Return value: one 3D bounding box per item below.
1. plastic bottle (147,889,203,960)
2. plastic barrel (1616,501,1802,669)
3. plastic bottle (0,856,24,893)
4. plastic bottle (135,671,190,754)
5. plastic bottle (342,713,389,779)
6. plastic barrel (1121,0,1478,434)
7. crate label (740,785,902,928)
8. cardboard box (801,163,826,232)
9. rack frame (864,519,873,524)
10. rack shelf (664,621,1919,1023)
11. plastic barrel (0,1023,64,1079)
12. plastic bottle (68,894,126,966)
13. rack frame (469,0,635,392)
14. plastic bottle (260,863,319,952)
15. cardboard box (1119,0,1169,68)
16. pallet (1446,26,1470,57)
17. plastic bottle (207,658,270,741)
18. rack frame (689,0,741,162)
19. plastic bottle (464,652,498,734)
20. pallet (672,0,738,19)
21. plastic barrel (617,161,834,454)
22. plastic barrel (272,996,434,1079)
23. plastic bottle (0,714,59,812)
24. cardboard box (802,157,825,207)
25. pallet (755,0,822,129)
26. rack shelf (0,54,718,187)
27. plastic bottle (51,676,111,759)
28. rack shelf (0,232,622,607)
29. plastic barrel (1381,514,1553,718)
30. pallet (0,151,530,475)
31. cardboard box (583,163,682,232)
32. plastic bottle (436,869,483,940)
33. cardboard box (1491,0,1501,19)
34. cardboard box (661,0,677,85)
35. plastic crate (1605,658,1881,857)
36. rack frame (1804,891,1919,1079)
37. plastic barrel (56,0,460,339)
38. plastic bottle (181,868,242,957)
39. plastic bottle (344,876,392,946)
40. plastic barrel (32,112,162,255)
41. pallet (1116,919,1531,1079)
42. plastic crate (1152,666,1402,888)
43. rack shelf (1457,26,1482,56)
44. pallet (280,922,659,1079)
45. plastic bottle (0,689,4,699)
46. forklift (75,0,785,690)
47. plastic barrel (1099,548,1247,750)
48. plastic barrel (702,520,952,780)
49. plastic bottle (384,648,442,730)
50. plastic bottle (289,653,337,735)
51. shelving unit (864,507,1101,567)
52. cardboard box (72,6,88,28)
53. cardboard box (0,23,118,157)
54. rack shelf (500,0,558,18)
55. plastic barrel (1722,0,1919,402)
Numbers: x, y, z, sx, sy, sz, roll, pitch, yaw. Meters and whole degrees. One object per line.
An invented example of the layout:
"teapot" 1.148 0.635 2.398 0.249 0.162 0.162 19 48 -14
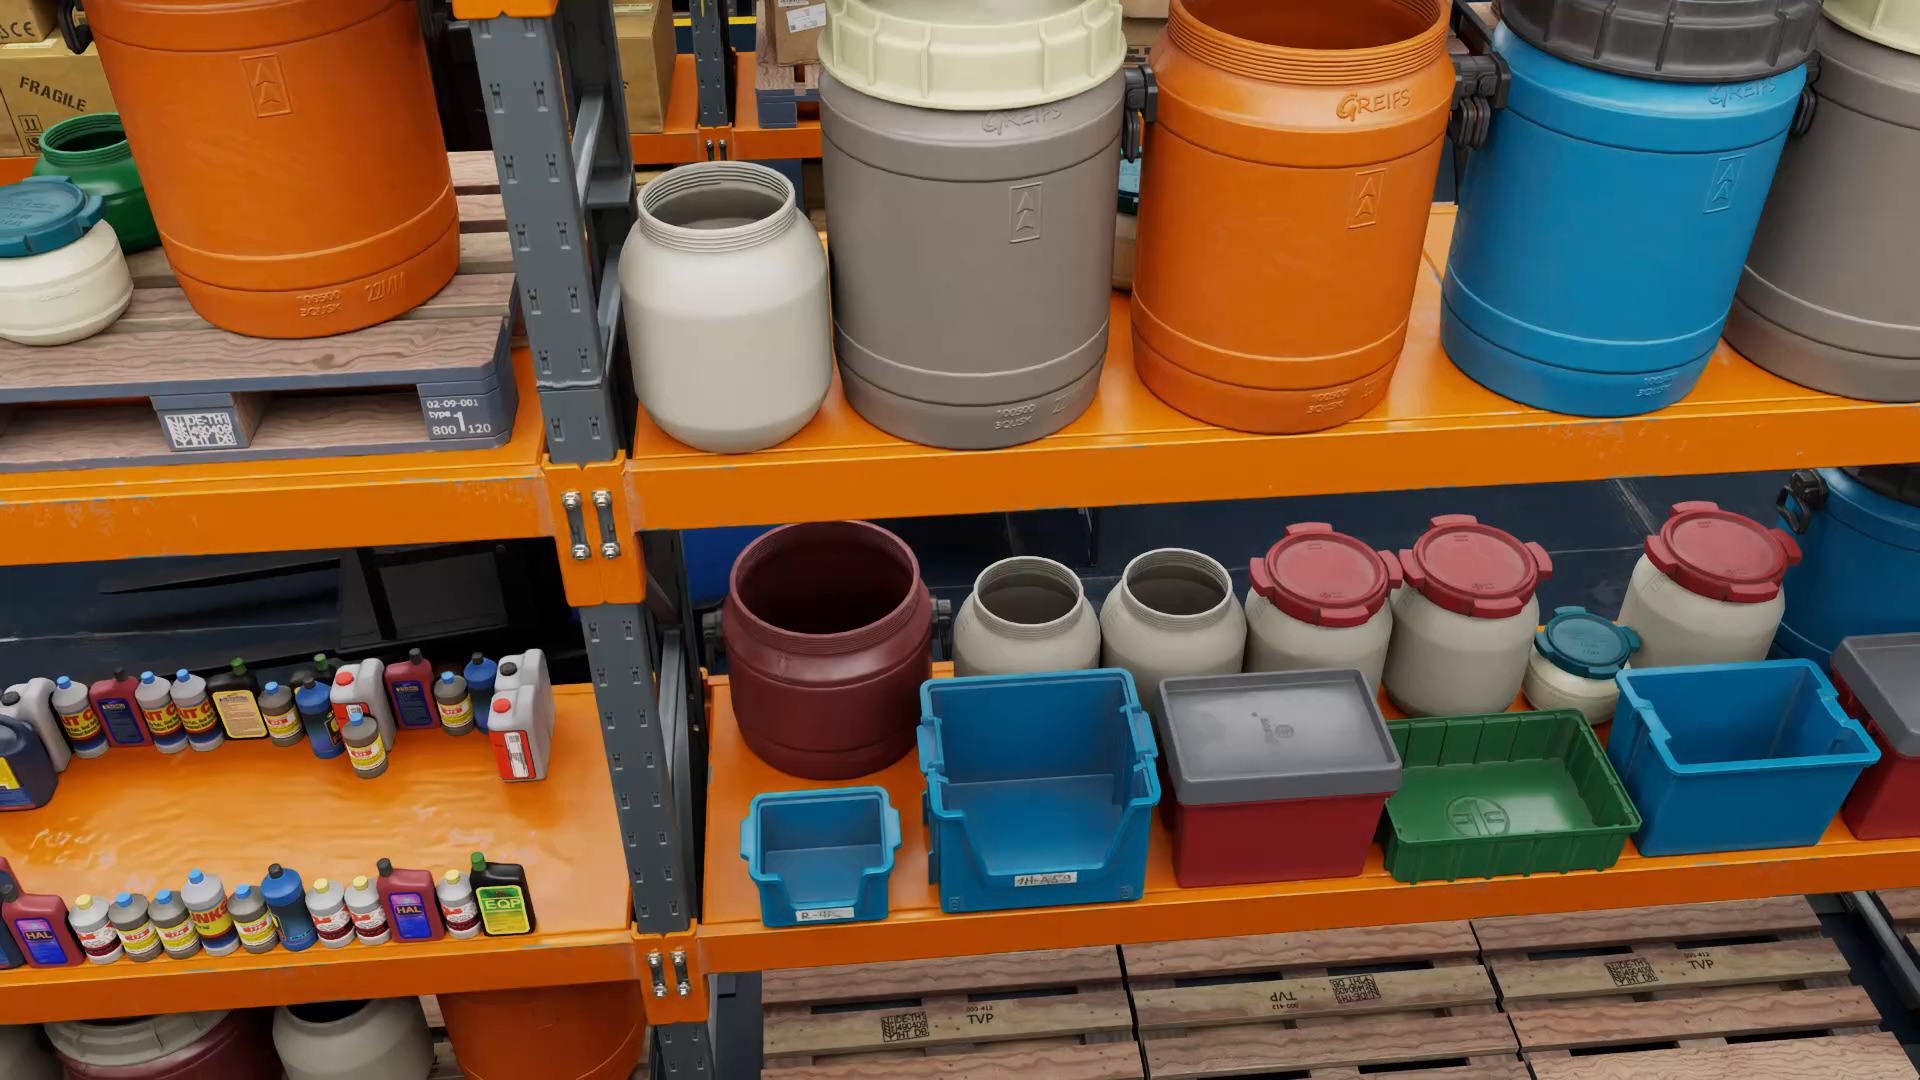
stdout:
"plastic bottle" -2.011 0.972 4.256 0.097 0.201 0.097 0 38 0
"plastic barrel" 2.197 0.219 4.941 0.433 0.535 0.433 0 38 0
"plastic bottle" -2.515 0.890 4.295 0.133 0.283 0.061 -3 38 -4
"plastic bottle" -2.313 0.490 4.812 0.097 0.271 0.097 0 38 0
"plastic bottle" -1.706 0.578 4.756 0.097 0.201 0.097 0 38 0
"plastic barrel" 0.674 -0.719 3.471 0.708 0.830 0.600 -3 38 -4
"crate label" -0.362 0.848 4.388 0.416 0.233 0.303 -3 38 -4
"cardboard box" -0.588 -1.722 9.174 0.500 0.500 0.700 -5 39 -6
"rack frame" -0.421 -0.566 7.256 0.032 1.500 0.500 -3 38 -4
"rack shelf" 1.178 0.747 4.962 4.000 0.370 1.077 -3 38 -4
"plastic barrel" -2.980 1.572 5.006 0.421 0.512 0.421 0 38 0
"plastic bottle" -2.205 0.983 4.243 0.097 0.201 0.097 0 38 0
"rack frame" -0.815 -1.781 2.742 0.127 3.000 1.000 -3 38 -4
"plastic bottle" -1.720 0.929 4.255 0.097 0.271 0.097 0 38 0
"cardboard box" 1.012 -2.754 8.397 0.637 0.503 0.797 1 38 1
"pallet" 1.957 -2.673 8.871 1.213 0.211 1.003 -3 38 -4
"plastic bottle" -2.102 0.462 4.837 0.133 0.283 0.061 -3 38 -4
"rack frame" -1.253 -2.481 8.473 0.127 3.000 1.000 -3 38 -4
"plastic bottle" -1.392 0.439 4.876 0.097 0.271 0.097 0 38 0
"pallet" -2.370 -4.411 13.169 1.213 0.211 1.003 -3 38 -4
"plastic barrel" -0.478 -0.475 3.418 0.421 0.512 0.421 0 38 0
"plastic barrel" -1.855 1.510 5.084 0.421 0.512 0.421 0 38 0
"plastic bottle" -2.668 0.587 4.624 0.185 0.351 0.144 -3 38 -4
"cardboard box" -0.589 -2.022 8.949 0.500 0.250 0.500 -2 38 -2
"pallet" -0.553 -2.511 8.666 1.003 0.211 1.213 -3 38 -4
"rack shelf" -3.245 -2.089 8.557 4.000 0.370 1.077 -3 38 -4
"plastic bottle" -2.543 0.502 4.796 0.097 0.271 0.097 0 38 0
"rack shelf" -2.807 -0.211 3.755 4.000 0.370 1.077 -3 38 -4
"plastic barrel" 1.467 0.259 4.890 0.433 0.535 0.433 0 38 0
"pallet" -1.585 -0.547 3.753 1.213 0.211 1.003 -3 38 -4
"cardboard box" -1.943 -1.787 8.970 0.875 0.875 1.225 -5 39 -6
"plastic bottle" -1.296 0.933 4.306 0.097 0.201 0.097 0 38 0
"cardboard box" 3.185 -2.843 8.611 0.500 0.500 0.875 -3 38 -4
"cardboard box" -1.762 -2.662 8.621 0.500 0.500 0.500 -2 38 -3
"plastic crate" 2.098 0.614 4.563 0.575 0.384 0.392 -3 38 -4
"rack frame" 3.170 0.355 4.878 0.127 3.000 1.000 -3 38 -4
"plastic barrel" -1.380 -0.907 3.371 0.708 0.830 0.600 -3 38 -4
"plastic bottle" -1.914 0.940 4.241 0.097 0.271 0.097 0 38 0
"plastic bottle" -1.526 0.946 4.290 0.097 0.201 0.097 0 38 0
"plastic barrel" -1.890 -0.791 3.695 0.294 0.245 0.294 0 38 0
"pallet" 1.173 1.586 5.570 1.213 0.211 1.003 -3 38 -4
"plastic crate" 0.822 0.650 4.453 0.583 0.464 0.402 -3 38 -4
"rack shelf" 4.723 -2.528 9.113 4.000 0.370 1.077 -3 38 -4
"pallet" -1.596 1.738 5.377 1.213 0.211 1.003 -3 38 -4
"plastic bottle" -2.815 0.501 4.734 0.185 0.351 0.144 -3 38 -4
"forklift" -2.153 -0.816 6.418 3.031 2.935 1.130 -9 39 -11
"plastic barrel" 0.611 0.319 4.833 0.421 0.512 0.421 0 38 0
"plastic barrel" -0.379 0.309 4.827 0.708 0.536 0.600 -3 38 -4
"plastic bottle" -1.606 0.435 4.872 0.133 0.283 0.061 -3 38 -4
"plastic bottle" -1.873 0.449 4.853 0.133 0.283 0.061 -3 38 -4
"shelving unit" 0.085 -0.593 7.291 1.048 1.500 0.538 -3 38 -4
"cardboard box" -3.917 -2.766 7.943 0.637 0.503 0.797 -3 38 -3
"cardboard box" -4.257 -2.200 8.036 0.500 0.500 0.500 -3 38 -4
"rack shelf" 1.178 -1.451 3.228 4.000 0.370 1.077 -3 38 -4
"plastic barrel" 2.031 -0.822 3.543 0.600 0.901 0.600 0 38 0
